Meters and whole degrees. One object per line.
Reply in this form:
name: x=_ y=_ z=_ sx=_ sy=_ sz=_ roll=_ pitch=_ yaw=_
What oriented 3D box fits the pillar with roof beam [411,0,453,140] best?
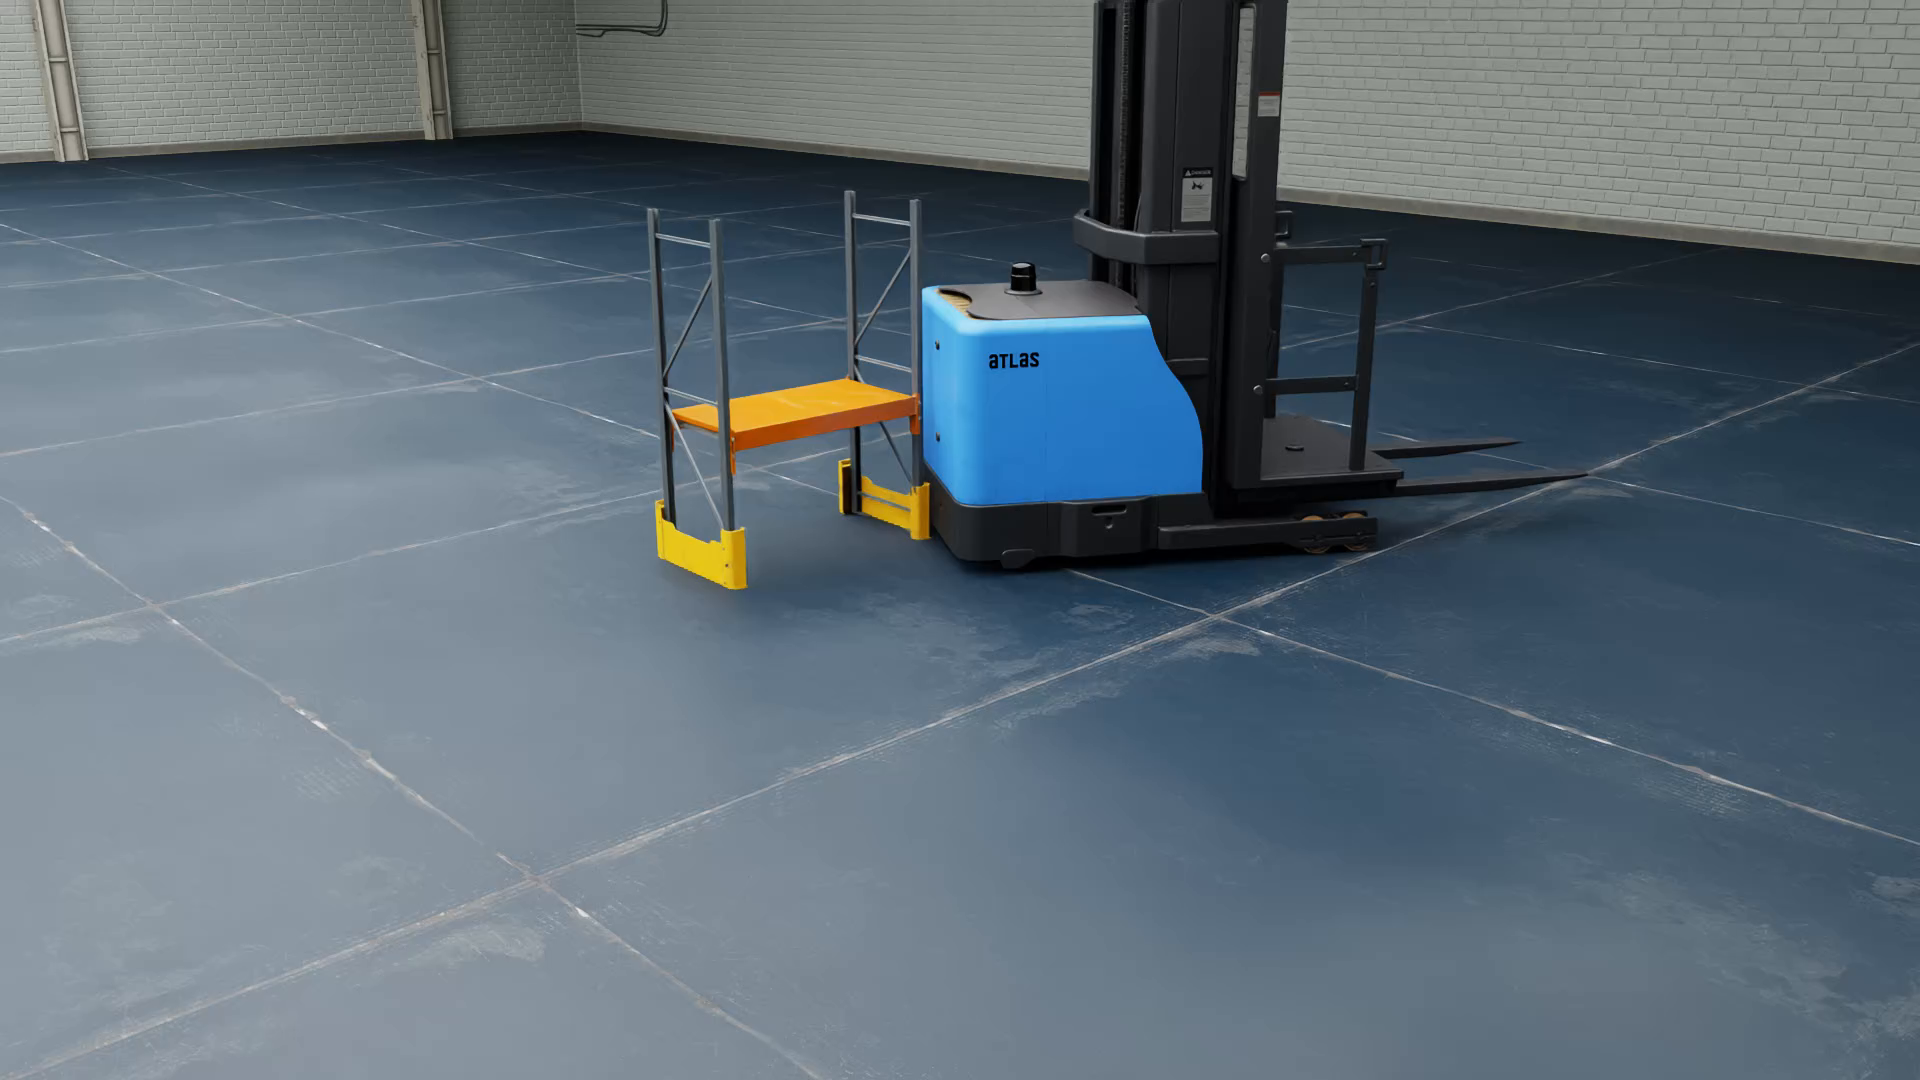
pillar with roof beam: x=-6.207 y=-10.372 z=24.883 sx=0.400 sy=9.000 sz=9.100 roll=-16 pitch=24 yaw=-41

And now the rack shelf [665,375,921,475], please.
rack shelf: x=-0.720 y=-0.514 z=7.221 sx=1.000 sy=0.185 sz=0.538 roll=-15 pitch=23 yaw=-39

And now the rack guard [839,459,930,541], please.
rack guard: x=-0.354 y=-0.190 z=7.666 sx=0.087 sy=0.250 sz=0.587 roll=-15 pitch=23 yaw=-39

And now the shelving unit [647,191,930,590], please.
shelving unit: x=-0.727 y=-0.683 z=7.159 sx=1.083 sy=1.500 sz=0.587 roll=-15 pitch=23 yaw=-39

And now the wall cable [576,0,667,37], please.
wall cable: x=-6.115 y=-10.187 z=29.349 sx=0.112 sy=2.526 sz=3.097 roll=-16 pitch=24 yaw=-41

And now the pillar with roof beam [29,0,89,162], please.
pillar with roof beam: x=-10.566 y=-9.100 z=20.962 sx=0.400 sy=9.000 sz=9.100 roll=-16 pitch=24 yaw=-41

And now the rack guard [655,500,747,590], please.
rack guard: x=-1.100 y=0.013 z=7.038 sx=0.087 sy=0.250 sz=0.587 roll=-15 pitch=23 yaw=-39

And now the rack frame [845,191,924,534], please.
rack frame: x=-0.339 y=-0.789 z=7.486 sx=0.032 sy=1.500 sz=0.500 roll=-15 pitch=23 yaw=-39

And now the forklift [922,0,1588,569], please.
forklift: x=1.364 y=-1.487 z=7.319 sx=3.031 sy=2.935 sz=1.130 roll=-4 pitch=18 yaw=-12

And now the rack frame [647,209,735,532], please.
rack frame: x=-1.101 y=-0.581 z=6.845 sx=0.032 sy=1.500 sz=0.500 roll=-15 pitch=23 yaw=-39
